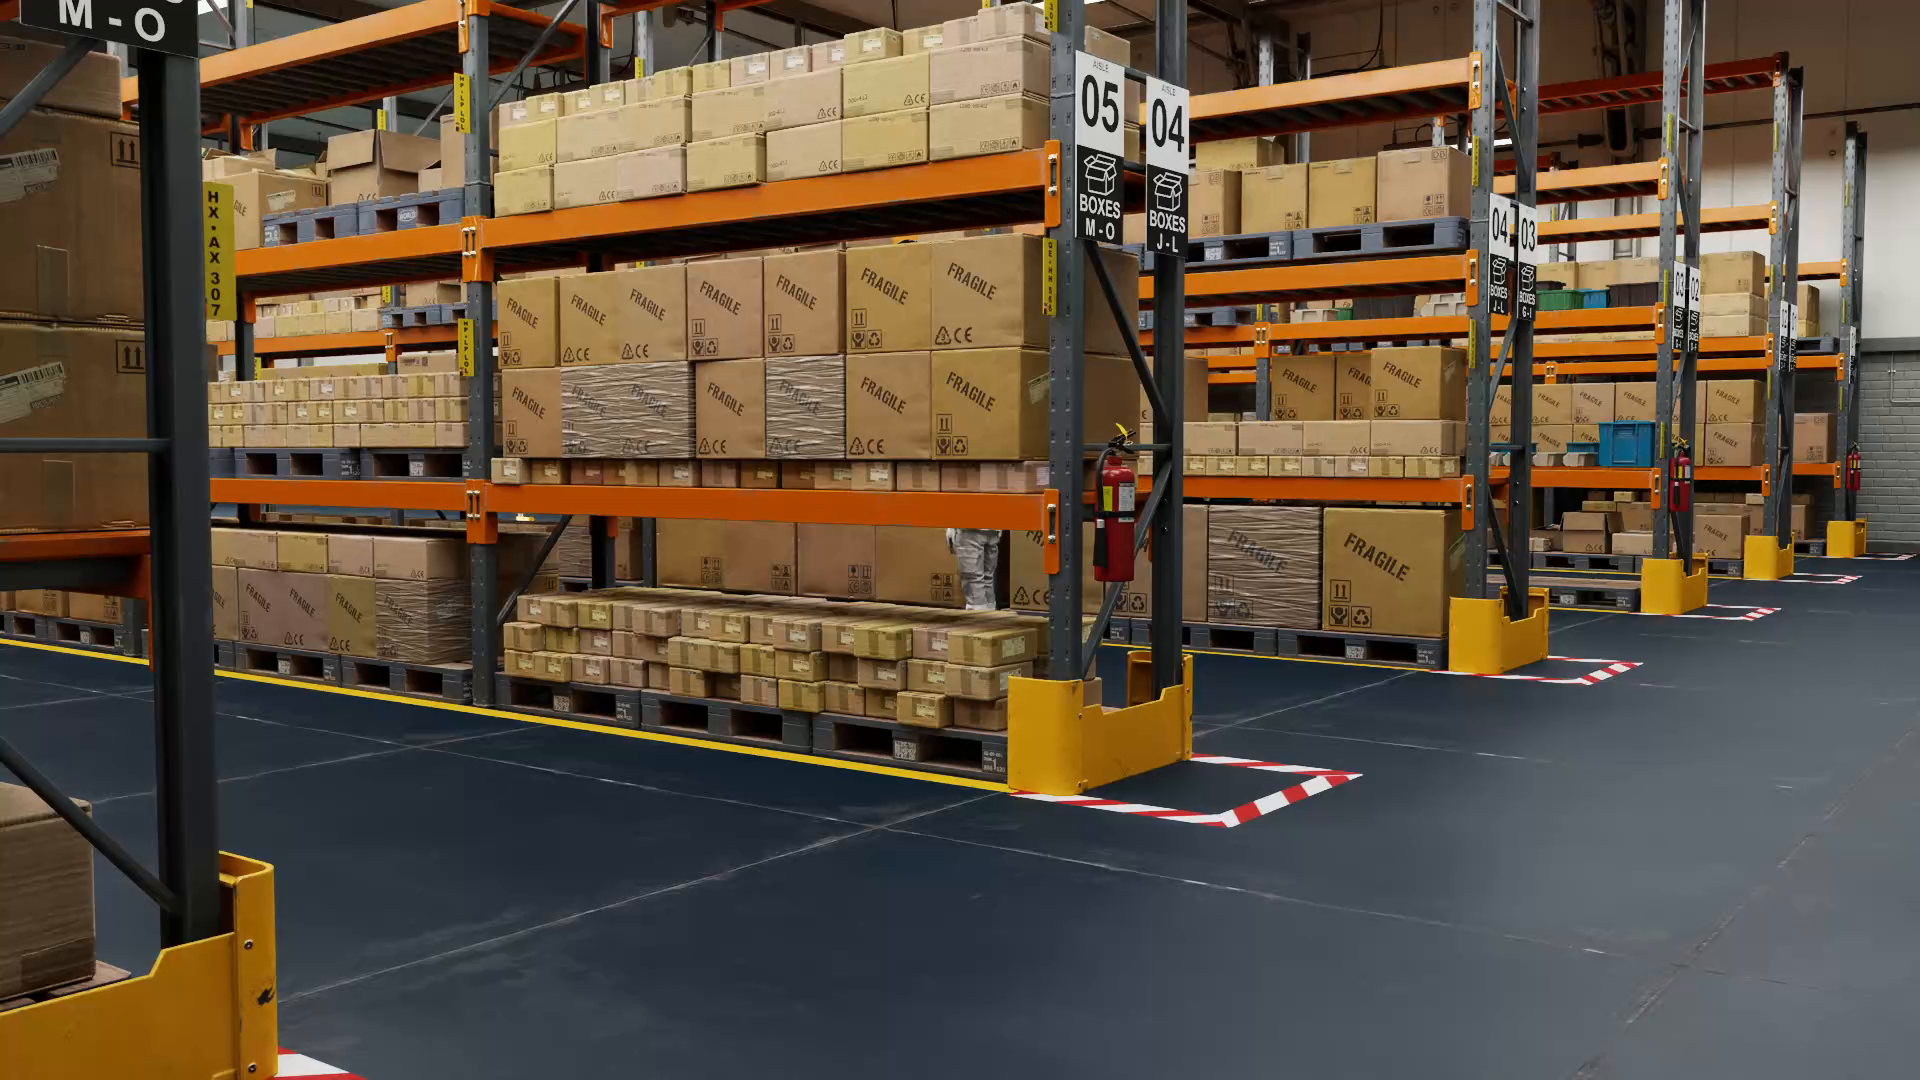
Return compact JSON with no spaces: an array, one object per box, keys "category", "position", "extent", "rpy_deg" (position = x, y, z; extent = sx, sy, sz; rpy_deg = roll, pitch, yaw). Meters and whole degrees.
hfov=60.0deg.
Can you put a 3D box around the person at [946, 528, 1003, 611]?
[{"category":"person","position":[0.076,-0.076,12.358],"extent":[0.563,1.788,0.638],"rpy_deg":[2,4,36]}]
